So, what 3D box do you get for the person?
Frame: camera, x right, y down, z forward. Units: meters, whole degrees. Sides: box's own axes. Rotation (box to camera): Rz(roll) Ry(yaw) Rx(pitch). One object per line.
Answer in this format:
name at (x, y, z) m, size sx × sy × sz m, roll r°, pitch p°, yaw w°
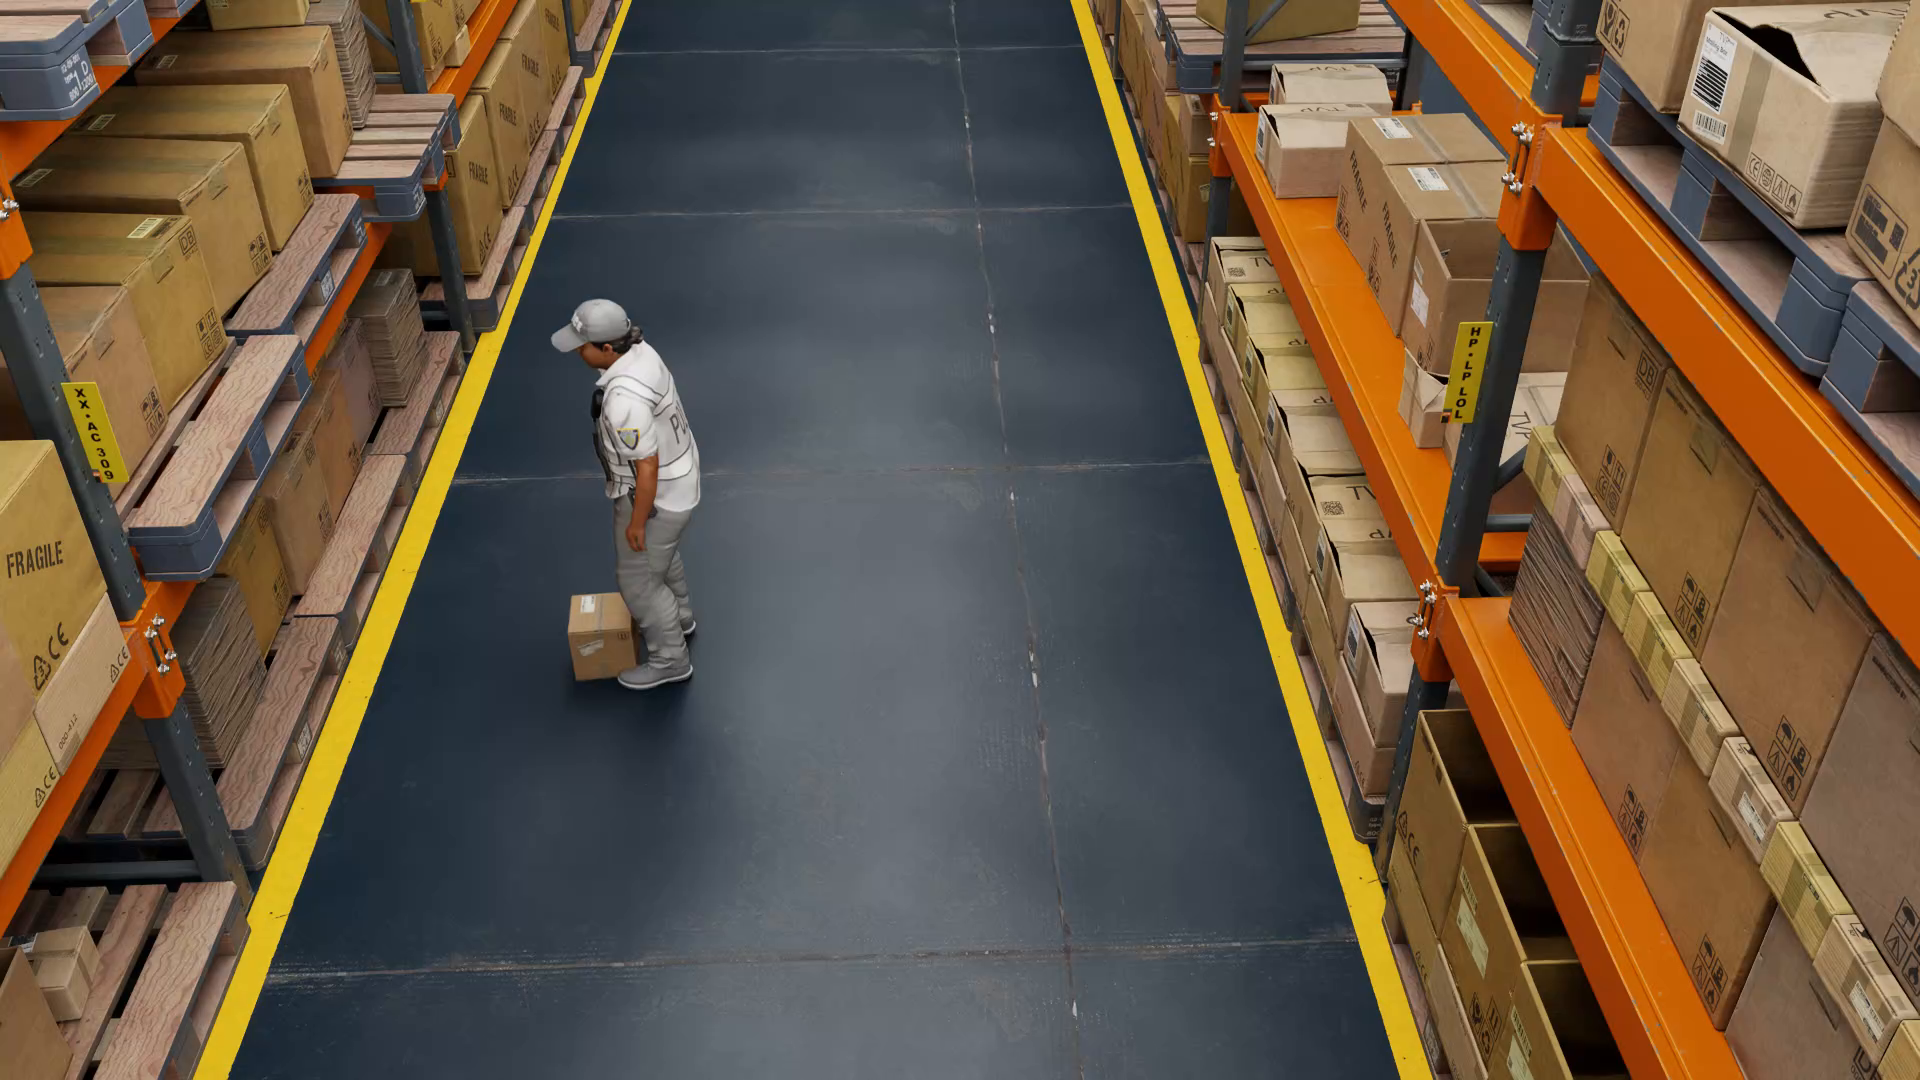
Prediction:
person at (-1.235, -0.193, 6.412) m, size 0.468 × 1.665 × 0.554 m, roll -3°, pitch 36°, yaw -5°
